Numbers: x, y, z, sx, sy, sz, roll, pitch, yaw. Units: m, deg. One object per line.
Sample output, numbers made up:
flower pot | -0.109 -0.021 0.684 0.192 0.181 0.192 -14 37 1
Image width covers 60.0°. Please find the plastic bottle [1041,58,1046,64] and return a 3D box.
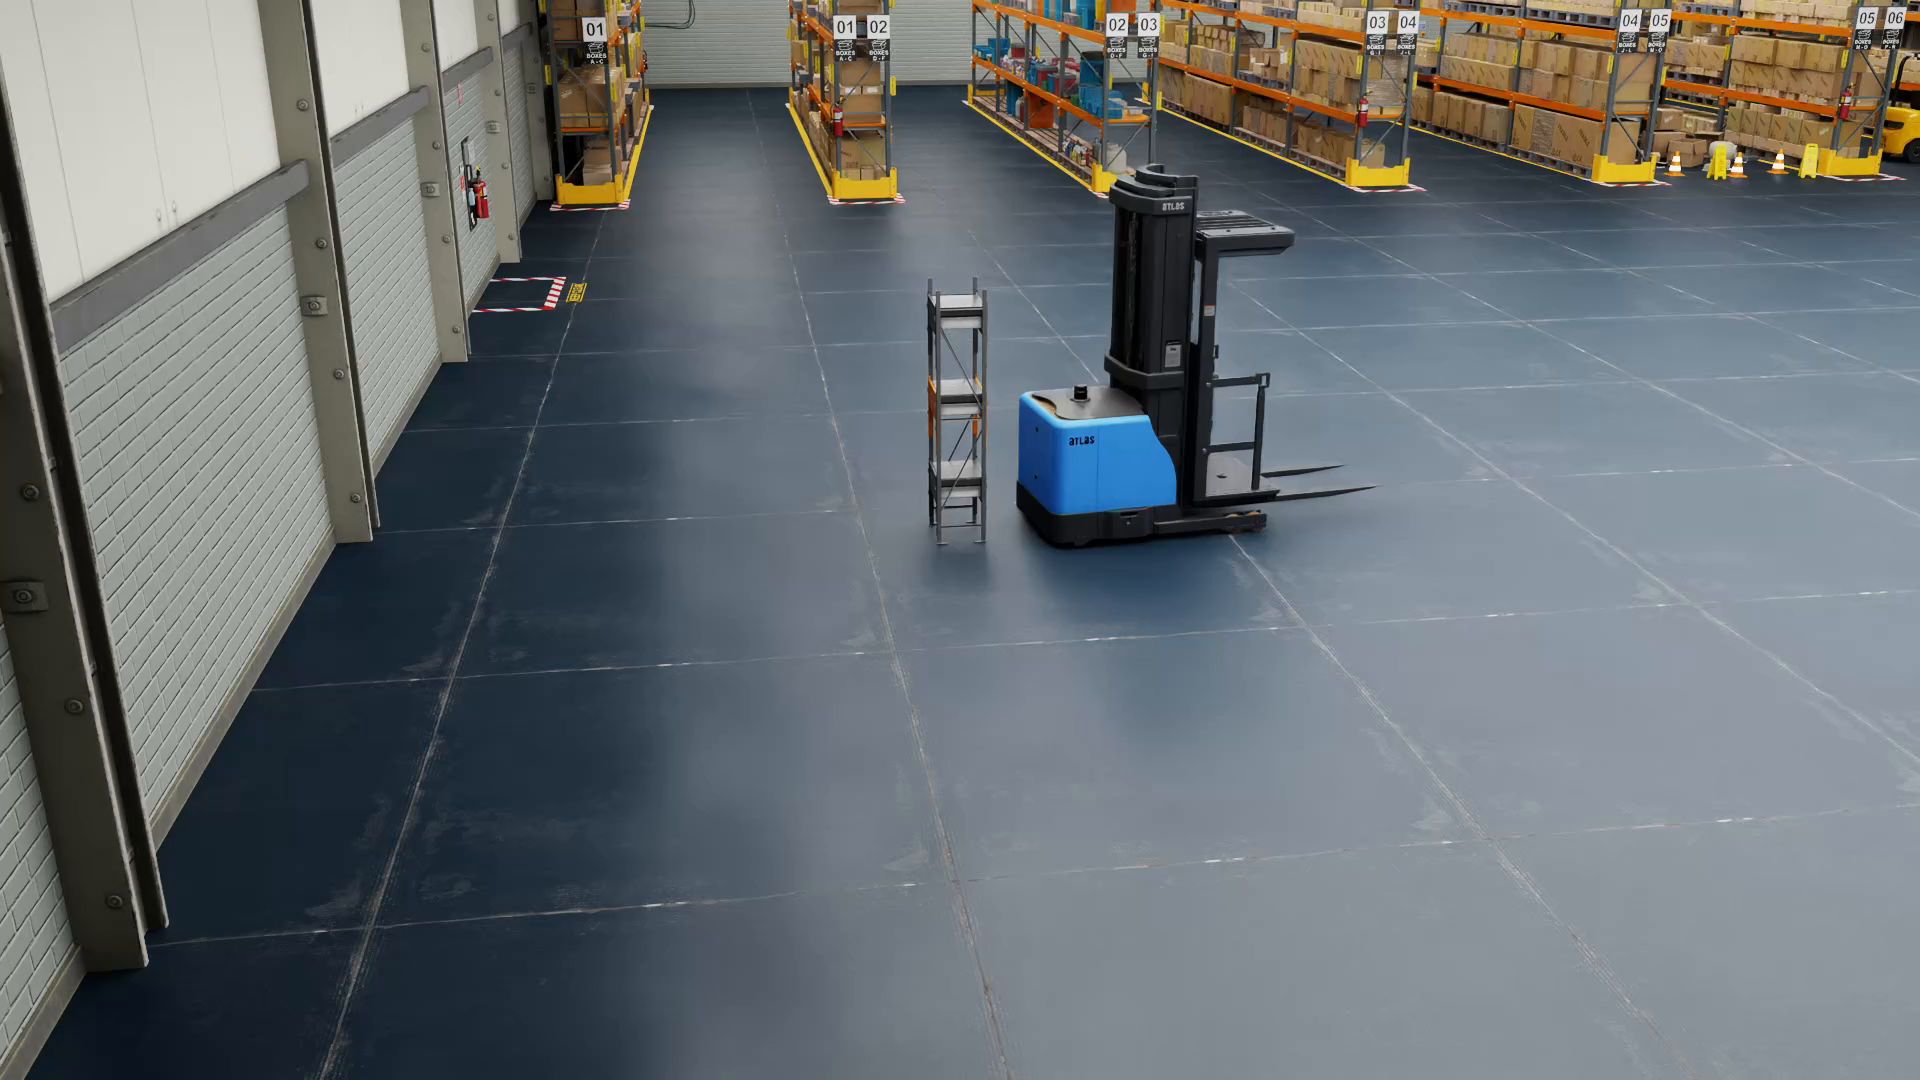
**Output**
plastic bottle | 2.024 -11.437 40.121 0.144 0.351 0.185 -3 21 -8

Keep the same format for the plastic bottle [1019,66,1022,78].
plastic bottle | 1.445 -11.005 39.077 0.097 0.271 0.097 0 20 0

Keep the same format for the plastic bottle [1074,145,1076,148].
plastic bottle | 2.354 -7.887 33.815 0.097 0.271 0.097 0 20 0

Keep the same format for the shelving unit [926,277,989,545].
shelving unit | -0.024 -1.041 13.502 0.431 2.100 0.503 -3 21 -8

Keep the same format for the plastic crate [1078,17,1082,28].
plastic crate | 2.520 -10.119 32.538 0.336 0.188 0.450 -3 21 -8

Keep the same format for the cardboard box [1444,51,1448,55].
cardboard box | 11.898 -11.713 40.123 0.380 0.149 0.250 -2 21 -5

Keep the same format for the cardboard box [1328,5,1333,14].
cardboard box | 7.502 -10.480 32.845 0.380 0.149 0.250 -2 21 -6

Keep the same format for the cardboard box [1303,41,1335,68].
cardboard box | 7.351 -9.936 34.035 0.500 0.500 0.500 -3 21 -8

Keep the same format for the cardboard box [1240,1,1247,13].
cardboard box | 6.703 -12.167 37.934 0.500 0.250 0.500 -3 21 -7

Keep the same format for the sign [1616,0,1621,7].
sign | 12.424 -10.214 31.336 0.100 0.325 0.005 -3 21 -8

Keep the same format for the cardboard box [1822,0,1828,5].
cardboard box | 17.466 -10.770 33.198 0.380 0.149 0.250 -3 21 -7

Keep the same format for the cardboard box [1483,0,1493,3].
cardboard box | 11.916 -12.041 36.765 0.500 0.311 0.500 -4 21 -10

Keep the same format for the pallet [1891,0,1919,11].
pallet | 21.955 -12.459 38.769 1.003 0.211 1.213 -2 21 -5

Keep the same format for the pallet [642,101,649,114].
pallet | -8.778 -11.449 44.069 1.003 0.211 1.213 -3 21 -8

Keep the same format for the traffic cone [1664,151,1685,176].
traffic cone | 14.292 -7.520 33.190 0.336 0.463 0.334 -3 21 -8

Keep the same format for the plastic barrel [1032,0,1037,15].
plastic barrel | 1.889 -12.103 36.830 0.600 0.901 0.600 0 20 0

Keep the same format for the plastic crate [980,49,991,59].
plastic crate | 0.732 -12.920 44.174 0.416 0.233 0.300 -3 21 -8

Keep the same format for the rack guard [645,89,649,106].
rack guard | -8.974 -11.866 44.771 1.175 0.500 0.348 -3 21 -8

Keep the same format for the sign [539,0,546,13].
sign | -7.217 -9.288 28.743 0.100 0.325 0.005 -3 21 -8

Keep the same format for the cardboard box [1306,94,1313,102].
cardboard box | 7.324 -9.069 34.069 0.380 0.149 0.250 -3 21 -8

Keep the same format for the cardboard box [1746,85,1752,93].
cardboard box | 17.154 -9.705 35.772 0.380 0.149 0.250 -3 21 -8

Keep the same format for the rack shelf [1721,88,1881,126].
rack shelf | 17.558 -9.094 34.804 1.077 0.370 4.000 -3 21 -8

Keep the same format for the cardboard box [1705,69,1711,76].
cardboard box | 16.902 -10.458 37.190 0.380 0.149 0.250 -4 21 -9

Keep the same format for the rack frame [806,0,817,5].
rack frame | -2.916 -13.320 36.518 1.000 3.000 0.127 -3 21 -8

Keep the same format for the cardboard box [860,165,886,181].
cardboard box | -1.620 -6.845 31.087 0.500 0.250 0.500 -3 21 -8

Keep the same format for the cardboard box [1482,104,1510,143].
cardboard box | 12.208 -9.192 36.654 1.050 0.750 0.750 -3 21 -8

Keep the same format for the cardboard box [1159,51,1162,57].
cardboard box | 5.608 -13.165 45.036 0.380 0.149 0.250 -3 21 -9

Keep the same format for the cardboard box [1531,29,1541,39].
cardboard box | 15.711 -13.734 44.628 0.500 0.500 0.500 -3 21 -9

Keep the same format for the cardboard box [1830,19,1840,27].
cardboard box | 17.450 -10.219 32.863 0.380 0.149 0.250 -3 21 -7

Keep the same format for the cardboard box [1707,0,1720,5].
cardboard box | 16.975 -12.025 36.952 0.500 0.250 0.500 -3 21 -7

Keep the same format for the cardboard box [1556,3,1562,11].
cardboard box | 12.288 -10.785 33.635 0.380 0.149 0.250 -3 21 -8

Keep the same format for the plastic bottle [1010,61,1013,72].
plastic bottle | 1.255 -11.461 40.299 0.097 0.271 0.097 0 20 0

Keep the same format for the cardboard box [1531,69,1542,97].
cardboard box | 12.553 -9.592 34.897 0.875 0.550 0.550 -3 21 -8

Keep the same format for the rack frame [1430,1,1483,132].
rack frame | 11.810 -11.223 39.478 1.000 3.000 0.127 -3 21 -8

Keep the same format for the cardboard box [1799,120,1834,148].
cardboard box | 17.473 -8.262 33.808 0.500 0.500 0.500 -3 21 -7

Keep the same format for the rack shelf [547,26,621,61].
rack shelf | -6.953 -9.249 30.935 1.077 0.370 4.000 -3 21 -8

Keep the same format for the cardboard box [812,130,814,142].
cardboard box | -2.977 -8.869 36.504 0.500 0.250 0.500 -3 21 -9

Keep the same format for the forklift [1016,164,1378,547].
forklift | 2.060 -1.595 13.798 3.031 2.935 1.130 -6 21 -15

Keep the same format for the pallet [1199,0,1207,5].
pallet | 6.491 -13.394 41.276 0.805 0.209 1.217 -4 21 -10

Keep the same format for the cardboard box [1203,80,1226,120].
cardboard box | 6.687 -10.758 40.671 1.225 0.875 0.875 -3 21 -8

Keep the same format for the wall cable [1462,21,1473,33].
wall cable | 16.106 -16.780 52.905 0.588 1.984 0.122 -3 21 -8

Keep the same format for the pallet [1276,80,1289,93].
pallet | 7.497 -9.805 35.956 1.003 0.211 1.213 -3 21 -8

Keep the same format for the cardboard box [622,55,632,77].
cardboard box | -7.634 -10.635 37.307 0.500 0.500 0.500 -2 21 -6

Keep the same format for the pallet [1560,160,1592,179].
pallet | 12.770 -7.420 33.281 1.003 0.211 1.213 -3 21 -8

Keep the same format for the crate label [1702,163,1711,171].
crate label | 15.284 -7.576 33.805 0.250 0.136 0.298 -15 25 -35

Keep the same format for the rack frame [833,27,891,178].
rack frame | -1.763 -7.740 30.152 1.000 3.000 0.127 -3 21 -8

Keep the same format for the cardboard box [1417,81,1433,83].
cardboard box | 11.742 -11.379 41.796 0.500 0.250 0.500 -4 21 -10

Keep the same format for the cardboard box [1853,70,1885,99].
cardboard box | 18.053 -9.102 33.232 0.500 0.500 0.500 -3 21 -9

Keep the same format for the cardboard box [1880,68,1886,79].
cardboard box | 21.731 -10.813 38.594 0.500 0.250 0.500 -3 21 -7

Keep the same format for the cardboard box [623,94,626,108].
cardboard box | -6.873 -8.664 32.812 0.500 0.250 0.500 -3 21 -8
